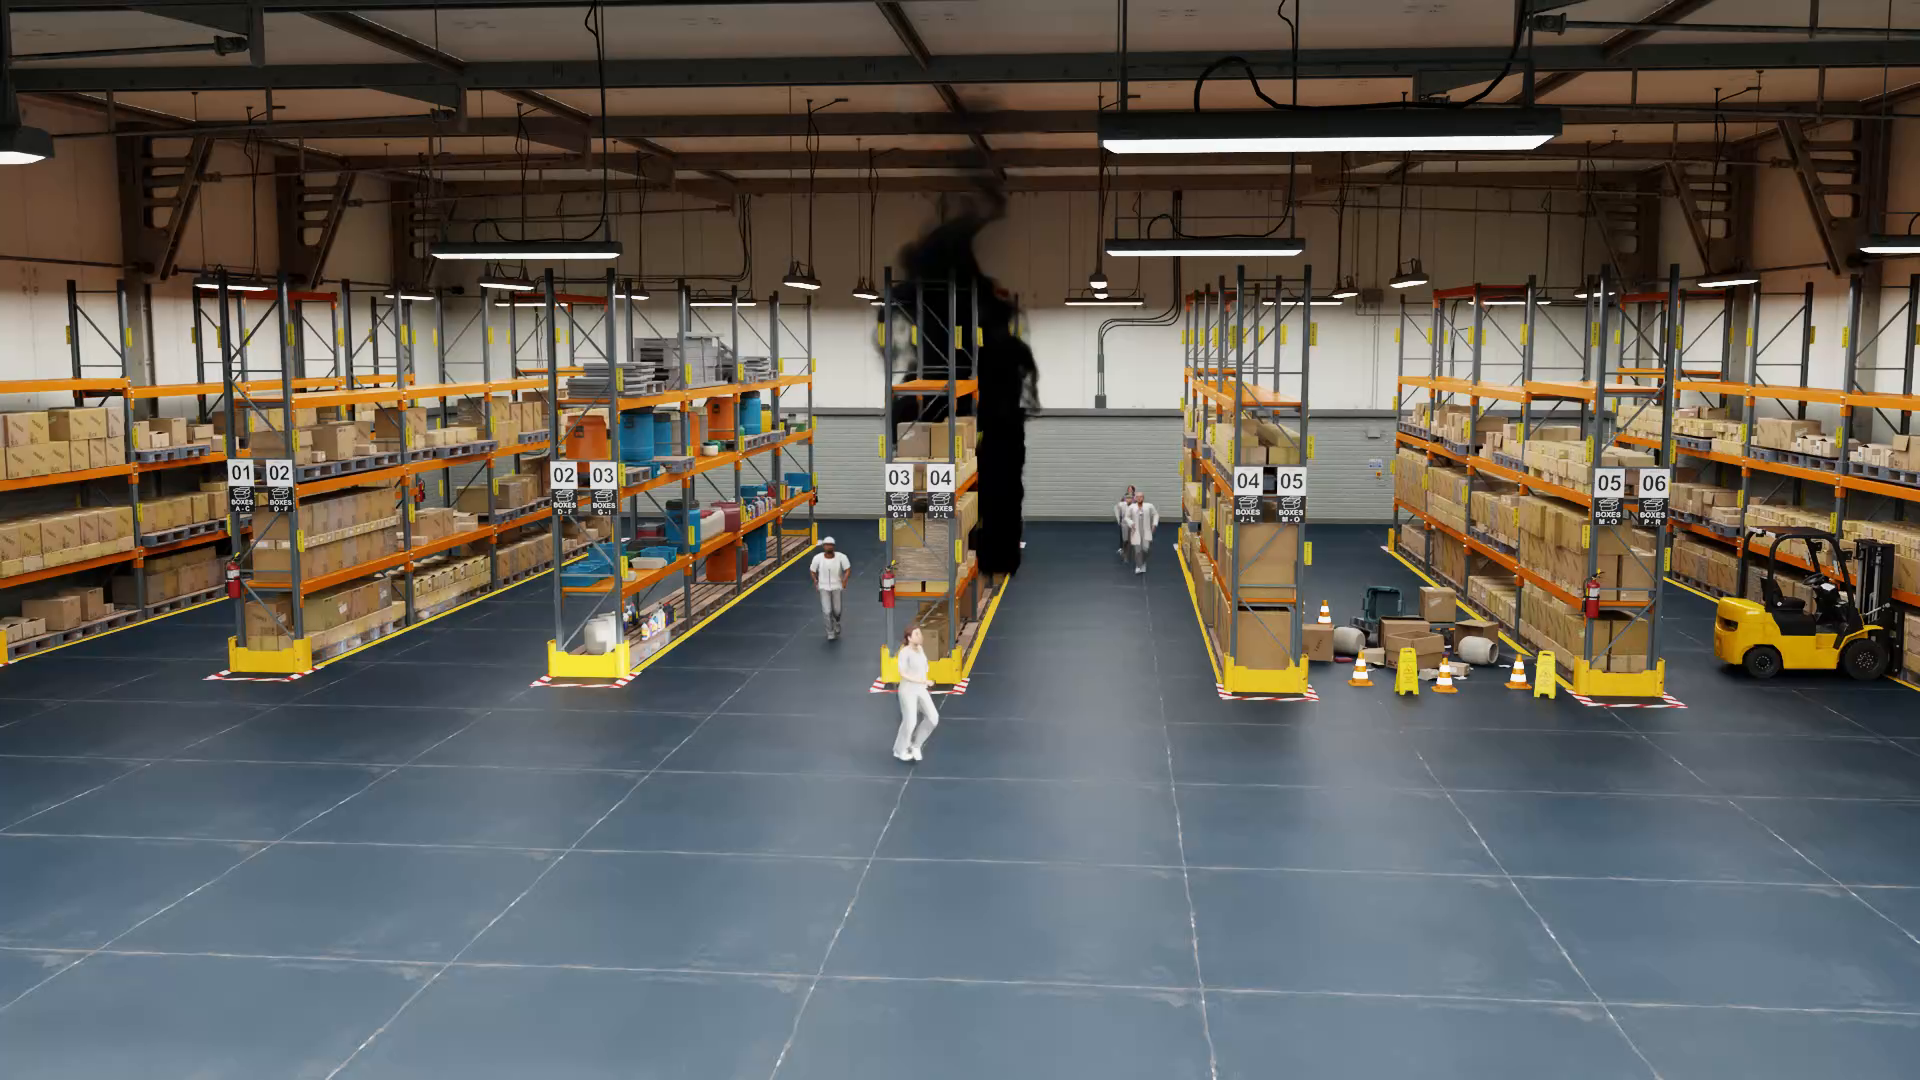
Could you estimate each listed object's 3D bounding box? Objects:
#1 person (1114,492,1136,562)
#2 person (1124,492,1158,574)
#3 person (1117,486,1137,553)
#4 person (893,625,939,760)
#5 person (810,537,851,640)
[{"bbox_3d":[3.734,-0.283,36.868,0.599,1.609,0.768,0,7,1],"label":"person"},{"bbox_3d":[3.844,-0.108,35.304,0.722,1.655,0.661,1,7,7],"label":"person"},{"bbox_3d":[3.970,-0.493,39.059,0.579,1.586,0.768,2,7,14],"label":"person"},{"bbox_3d":[-0.514,1.808,19.608,0.645,1.651,0.581,6,9,39],"label":"person"},{"bbox_3d":[-2.152,0.799,27.598,0.679,1.719,0.576,0,7,-3],"label":"person"}]
